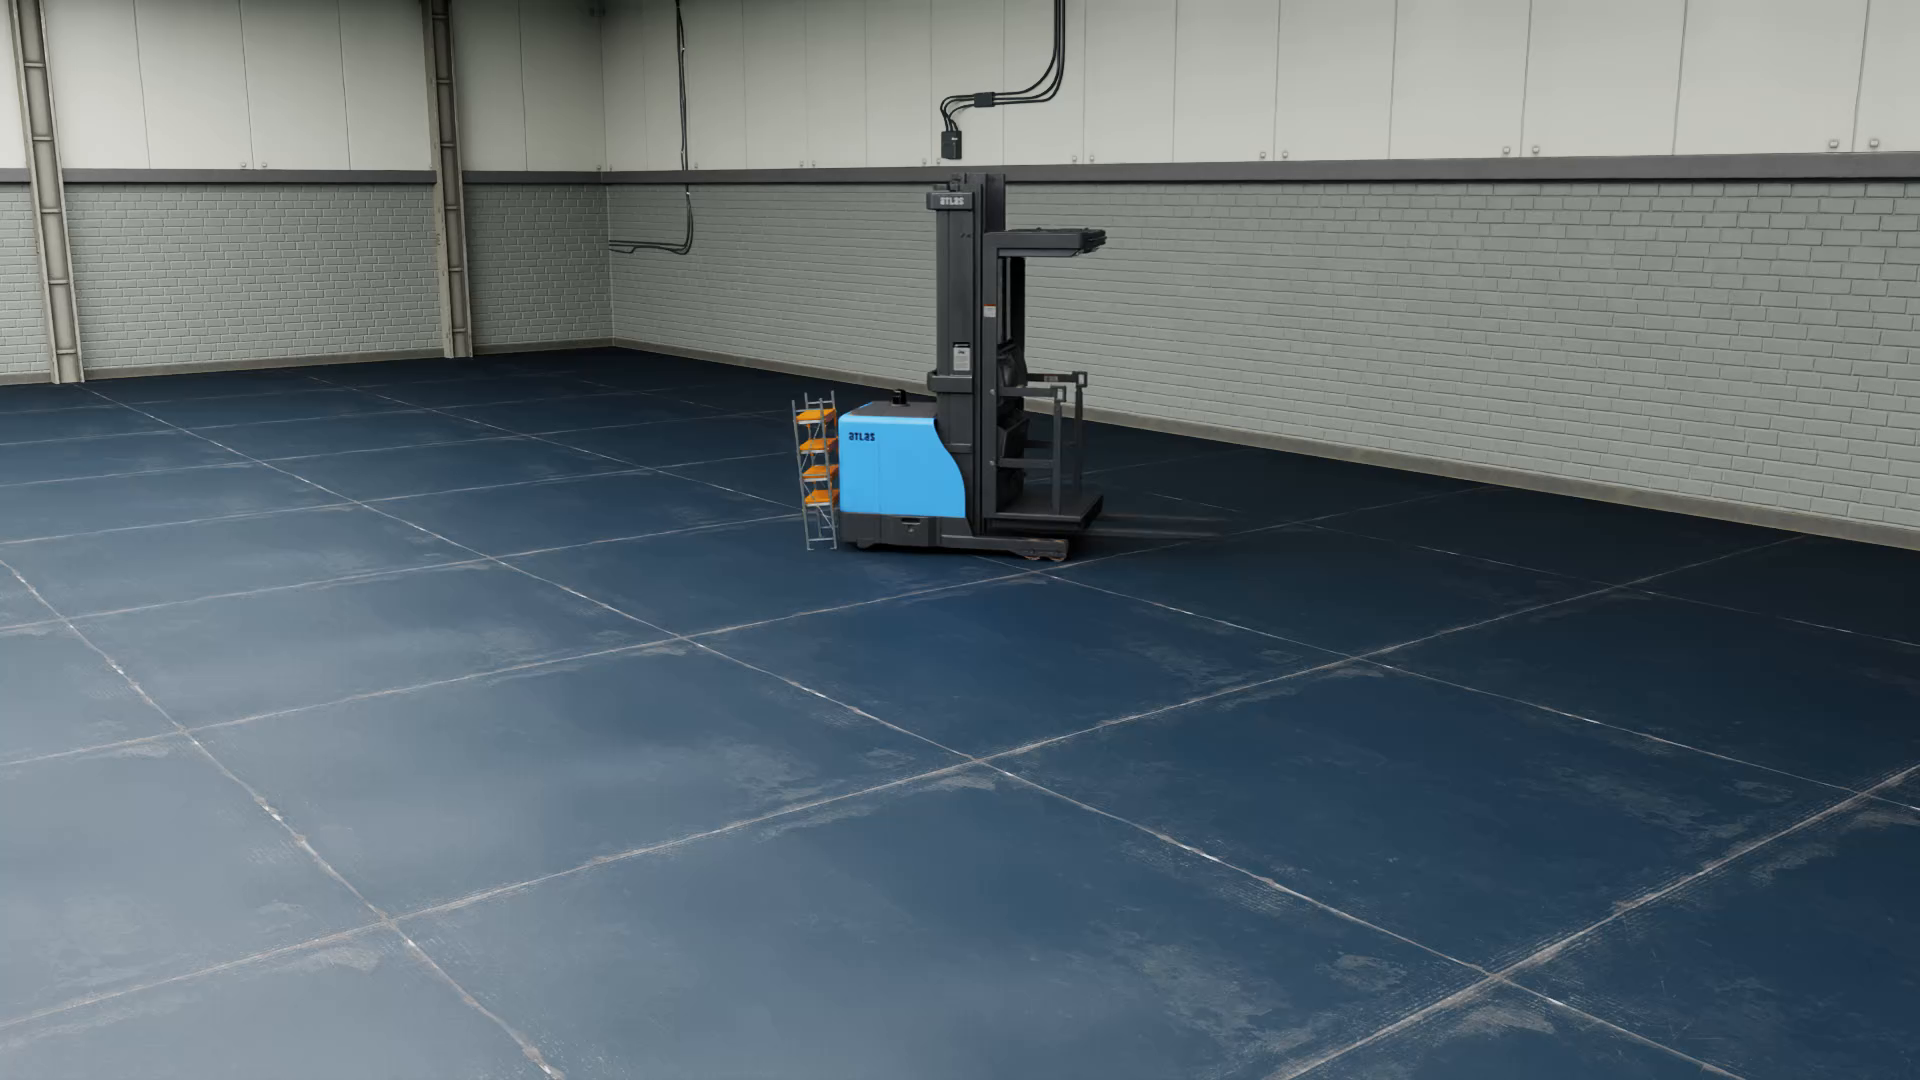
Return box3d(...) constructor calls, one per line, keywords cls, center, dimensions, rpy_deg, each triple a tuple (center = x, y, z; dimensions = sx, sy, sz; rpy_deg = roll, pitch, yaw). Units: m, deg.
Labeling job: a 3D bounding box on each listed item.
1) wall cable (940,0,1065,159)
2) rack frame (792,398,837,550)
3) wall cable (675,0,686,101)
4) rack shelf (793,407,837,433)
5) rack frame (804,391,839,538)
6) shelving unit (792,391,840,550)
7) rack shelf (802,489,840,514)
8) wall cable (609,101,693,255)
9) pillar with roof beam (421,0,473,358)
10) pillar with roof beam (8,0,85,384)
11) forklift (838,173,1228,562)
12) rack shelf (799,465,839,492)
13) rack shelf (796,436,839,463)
box3d(cls="wall cable", center=(0.498, -7.814, 20.578), dimensions=(0.169, 6.003, 2.305), rpy_deg=(-9, 15, -38))
box3d(cls="rack frame", center=(-1.146, -0.512, 13.103), dimensions=(0.240, 1.200, 0.015), rpy_deg=(-3, 11, 7))
box3d(cls="wall cable", center=(-3.730, -8.206, 25.924), dimensions=(0.112, 2.526, 3.097), rpy_deg=(-9, 15, -38))
box3d(cls="rack shelf", center=(-1.151, -0.946, 13.263), dimensions=(0.258, 0.148, 0.480), rpy_deg=(-3, 11, 7))
box3d(cls="rack frame", center=(-1.090, -0.613, 13.577), dimensions=(0.240, 1.200, 0.015), rpy_deg=(-3, 11, 7))
box3d(cls="shelving unit", center=(-1.118, -0.562, 13.340), dimensions=(0.258, 1.200, 0.503), rpy_deg=(-3, 11, 7))
box3d(cls="rack shelf", center=(-1.095, -0.303, 13.393), dimensions=(0.258, 0.148, 0.480), rpy_deg=(-3, 11, 7))
box3d(cls="wall cable", center=(-5.420, -6.174, 28.515), dimensions=(0.112, 2.526, 3.097), rpy_deg=(-9, 15, -38))
box3d(cls="pillar with roof beam", center=(-5.857, -6.827, 24.114), dimensions=(0.400, 9.000, 9.100), rpy_deg=(-9, 15, -38))
box3d(cls="pillar with roof beam", center=(-10.542, -6.048, 20.447), dimensions=(0.400, 9.000, 9.100), rpy_deg=(-9, 15, -38))
box3d(cls="forklift", center=(0.600, -1.386, 13.101), dimensions=(3.031, 2.935, 1.130), rpy_deg=(3, 12, 13))
box3d(cls="rack shelf", center=(-1.112, -0.497, 13.354), dimensions=(0.258, 0.148, 0.480), rpy_deg=(-3, 11, 7))
box3d(cls="rack shelf", center=(-1.131, -0.715, 13.310), dimensions=(0.258, 0.148, 0.480), rpy_deg=(-3, 11, 7))
